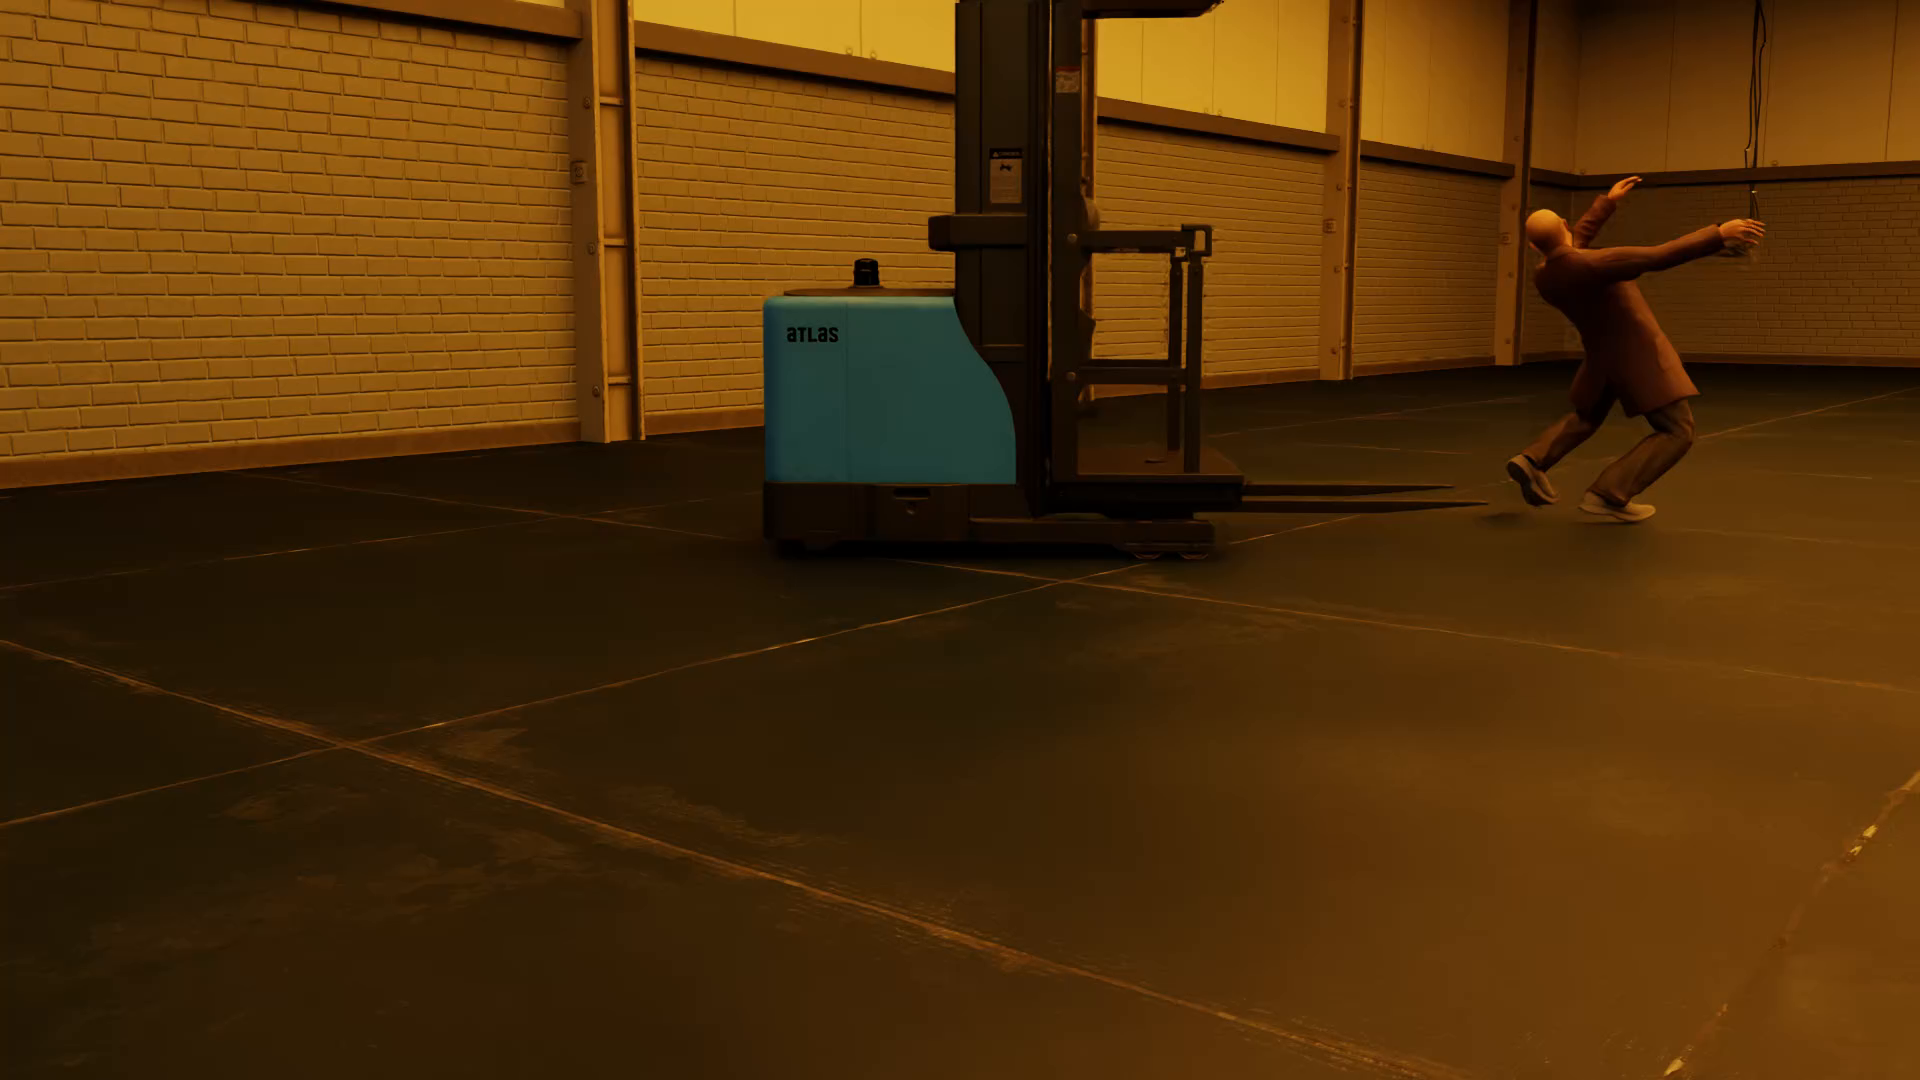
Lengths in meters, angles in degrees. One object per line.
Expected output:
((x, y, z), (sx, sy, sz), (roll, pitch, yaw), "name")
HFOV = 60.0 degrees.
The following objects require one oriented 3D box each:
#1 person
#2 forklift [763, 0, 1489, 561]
((3.142, -0.905, 7.838), (0.708, 1.643, 1.085), (-4, 9, -23), "person")
((0.708, -1.443, 7.146), (3.031, 2.935, 1.130), (0, 8, 3), "forklift")
